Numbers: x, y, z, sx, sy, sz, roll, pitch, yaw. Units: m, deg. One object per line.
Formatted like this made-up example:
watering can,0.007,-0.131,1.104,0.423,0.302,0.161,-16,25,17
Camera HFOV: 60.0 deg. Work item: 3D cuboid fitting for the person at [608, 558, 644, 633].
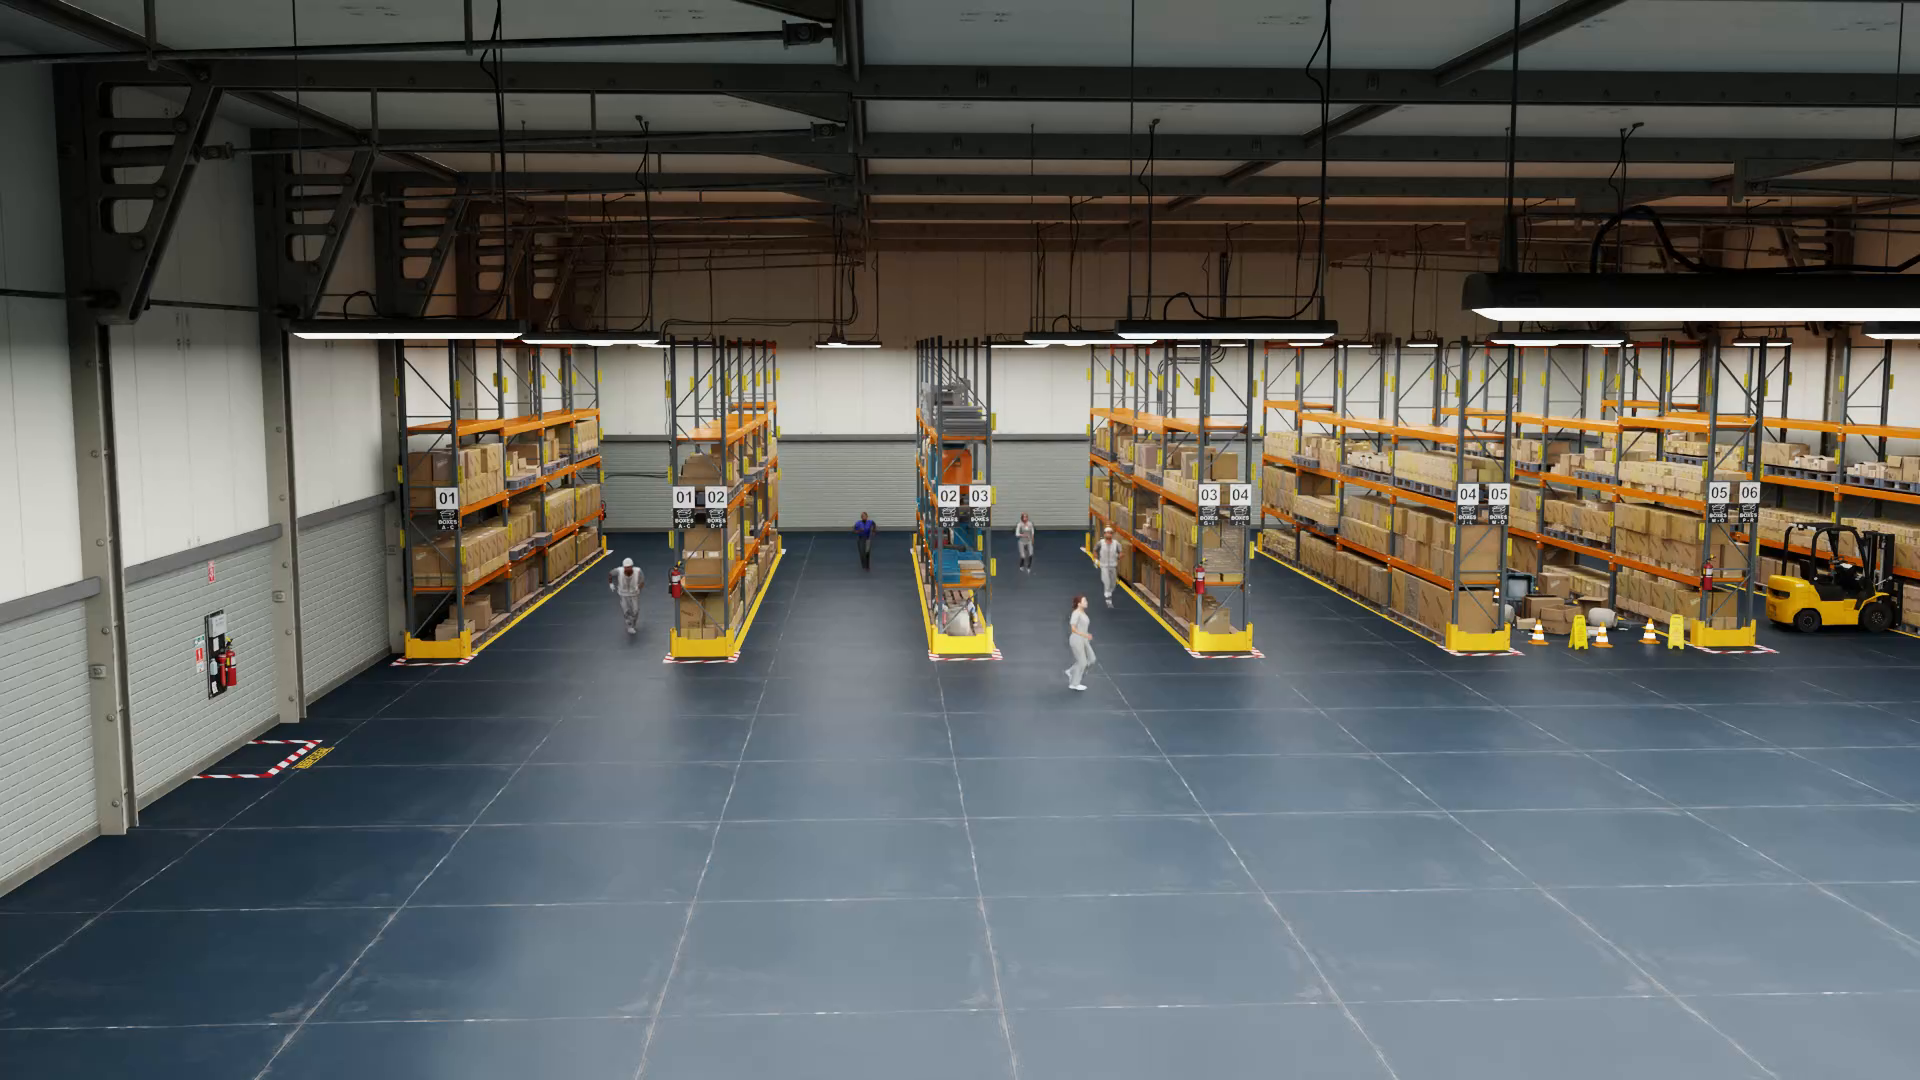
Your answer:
person,-6.722,1.131,33.542,0.716,1.591,0.823,-1,7,-10

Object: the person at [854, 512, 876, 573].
person,-2.449,0.059,42.825,0.558,1.578,0.868,0,6,-1

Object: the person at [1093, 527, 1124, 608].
person,3.266,0.592,36.605,0.660,1.765,0.873,0,7,-3

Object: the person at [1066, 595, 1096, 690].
person,2.027,1.726,28.083,0.553,1.631,0.567,3,7,25

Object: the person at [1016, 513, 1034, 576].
person,1.621,0.103,41.158,0.509,1.567,0.663,-1,7,-10
